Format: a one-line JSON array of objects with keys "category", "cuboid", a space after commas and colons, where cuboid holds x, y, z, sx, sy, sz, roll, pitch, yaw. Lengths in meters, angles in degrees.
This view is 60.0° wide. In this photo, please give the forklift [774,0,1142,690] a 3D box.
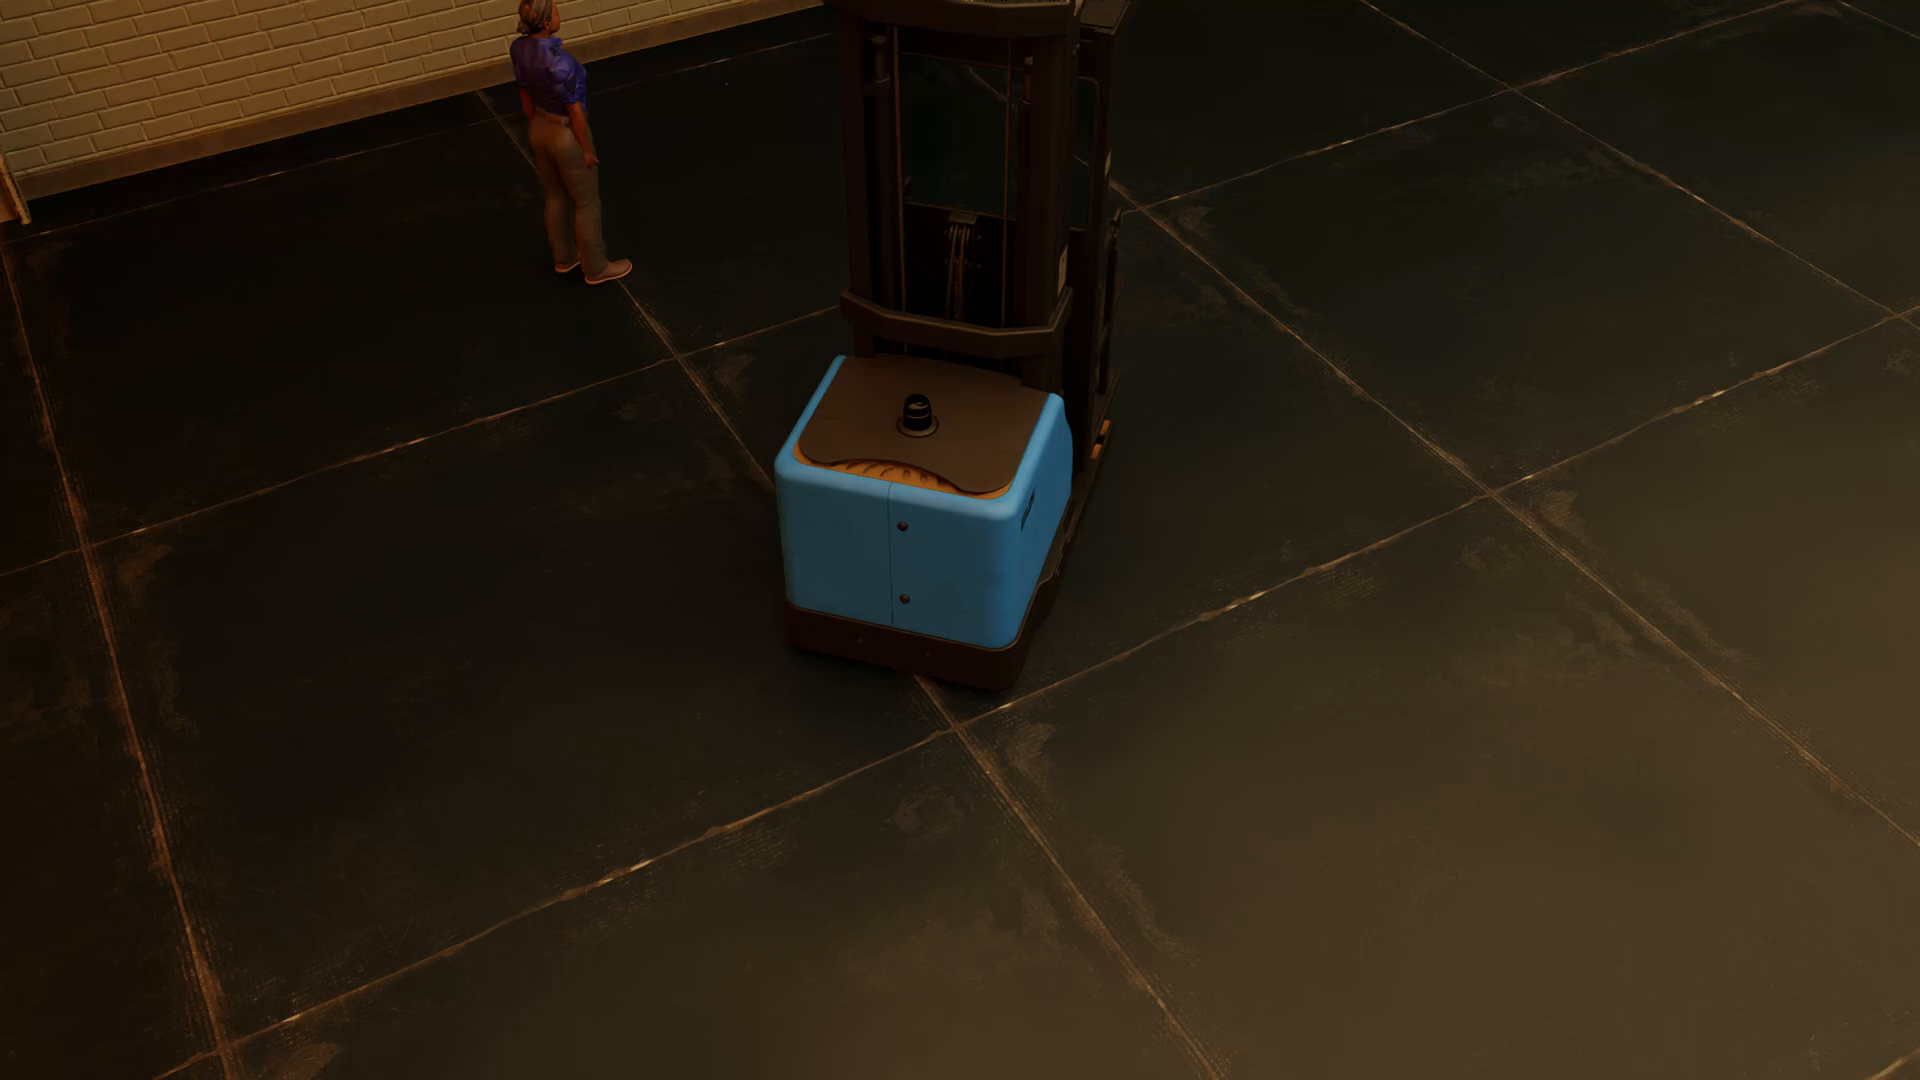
[{"category": "forklift", "cuboid": [0.148, -1.457, 7.269, 1.130, 2.935, 3.031, 11, 44, 12]}]

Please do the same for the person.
[{"category": "person", "cuboid": [-2.125, -2.160, 8.965, 0.446, 1.662, 0.327, 27, 49, 26]}]
